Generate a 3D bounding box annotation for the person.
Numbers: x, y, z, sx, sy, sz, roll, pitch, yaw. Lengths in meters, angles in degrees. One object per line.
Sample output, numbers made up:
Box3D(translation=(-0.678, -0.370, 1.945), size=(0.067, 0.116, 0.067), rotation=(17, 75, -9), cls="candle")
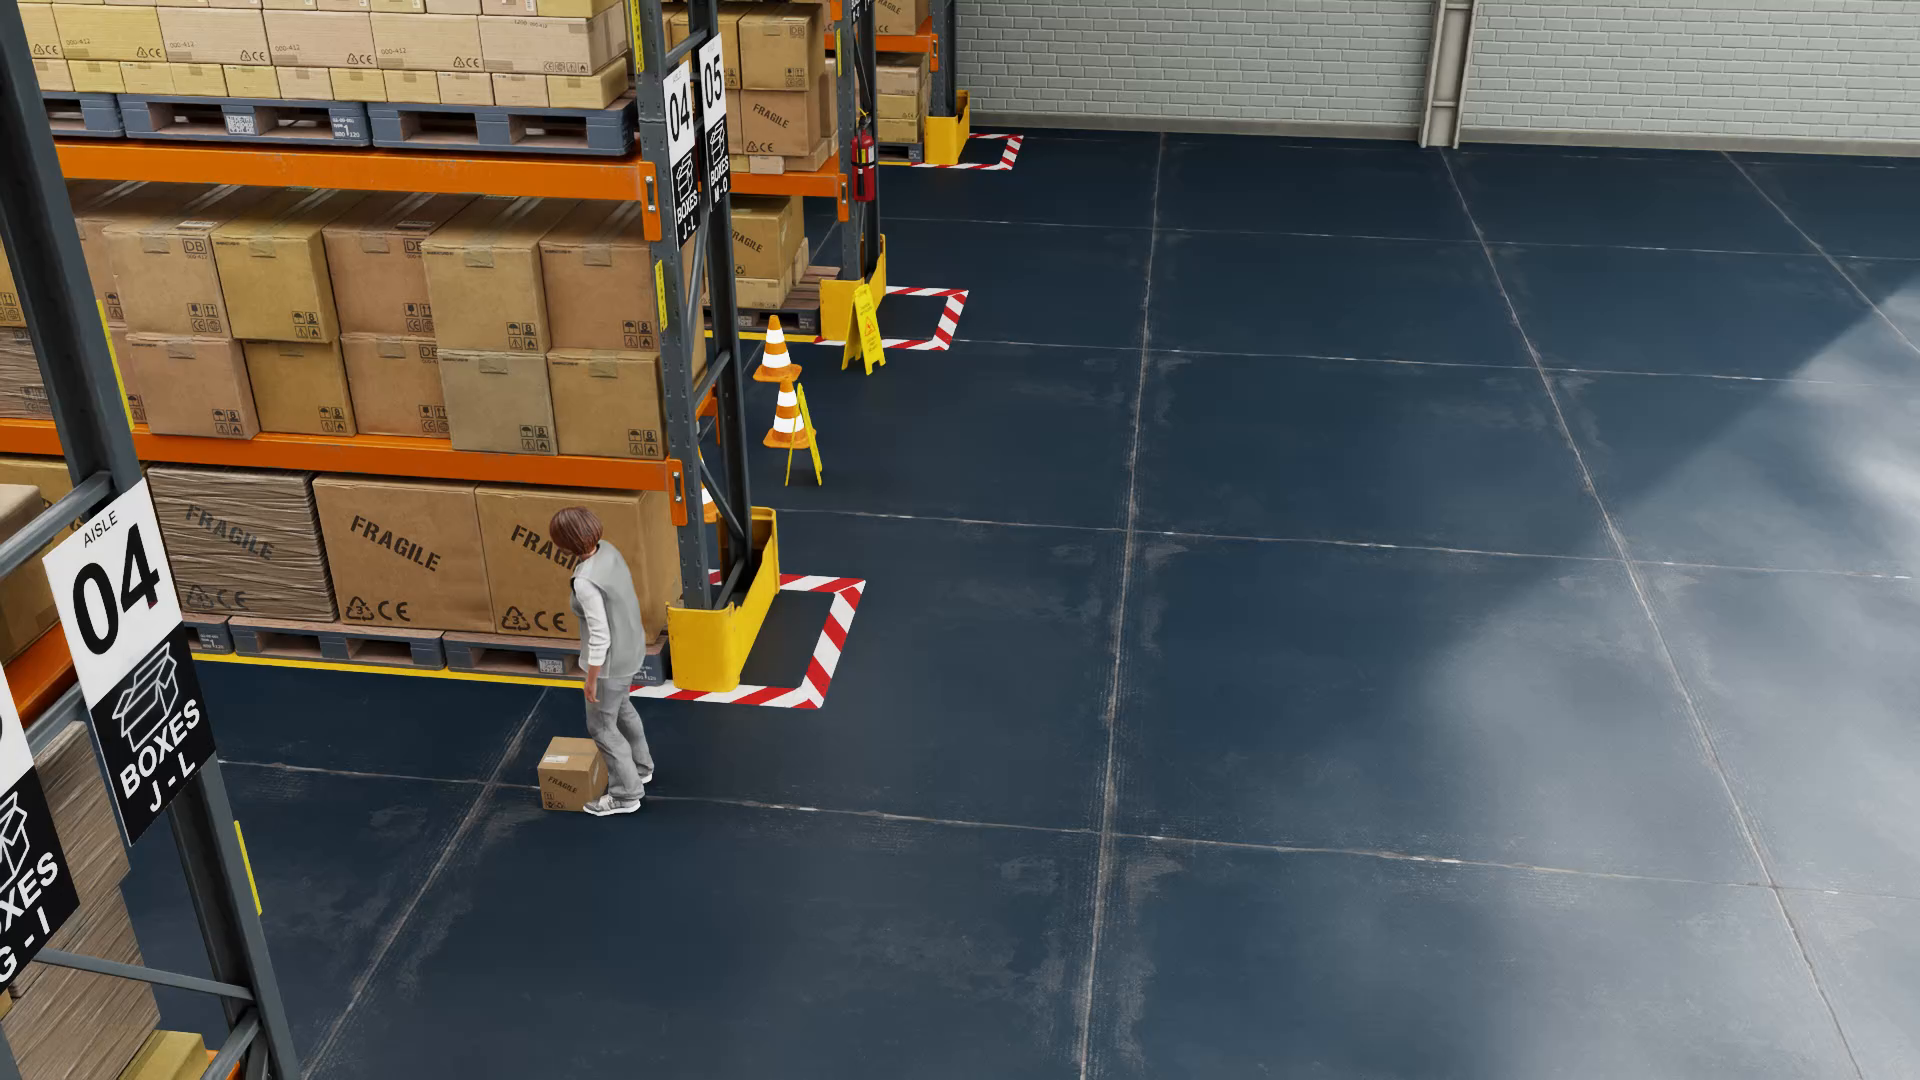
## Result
Box3D(translation=(-1.620, 0.553, 7.641), size=(0.344, 1.581, 0.485), rotation=(2, 29, 3), cls="person")
